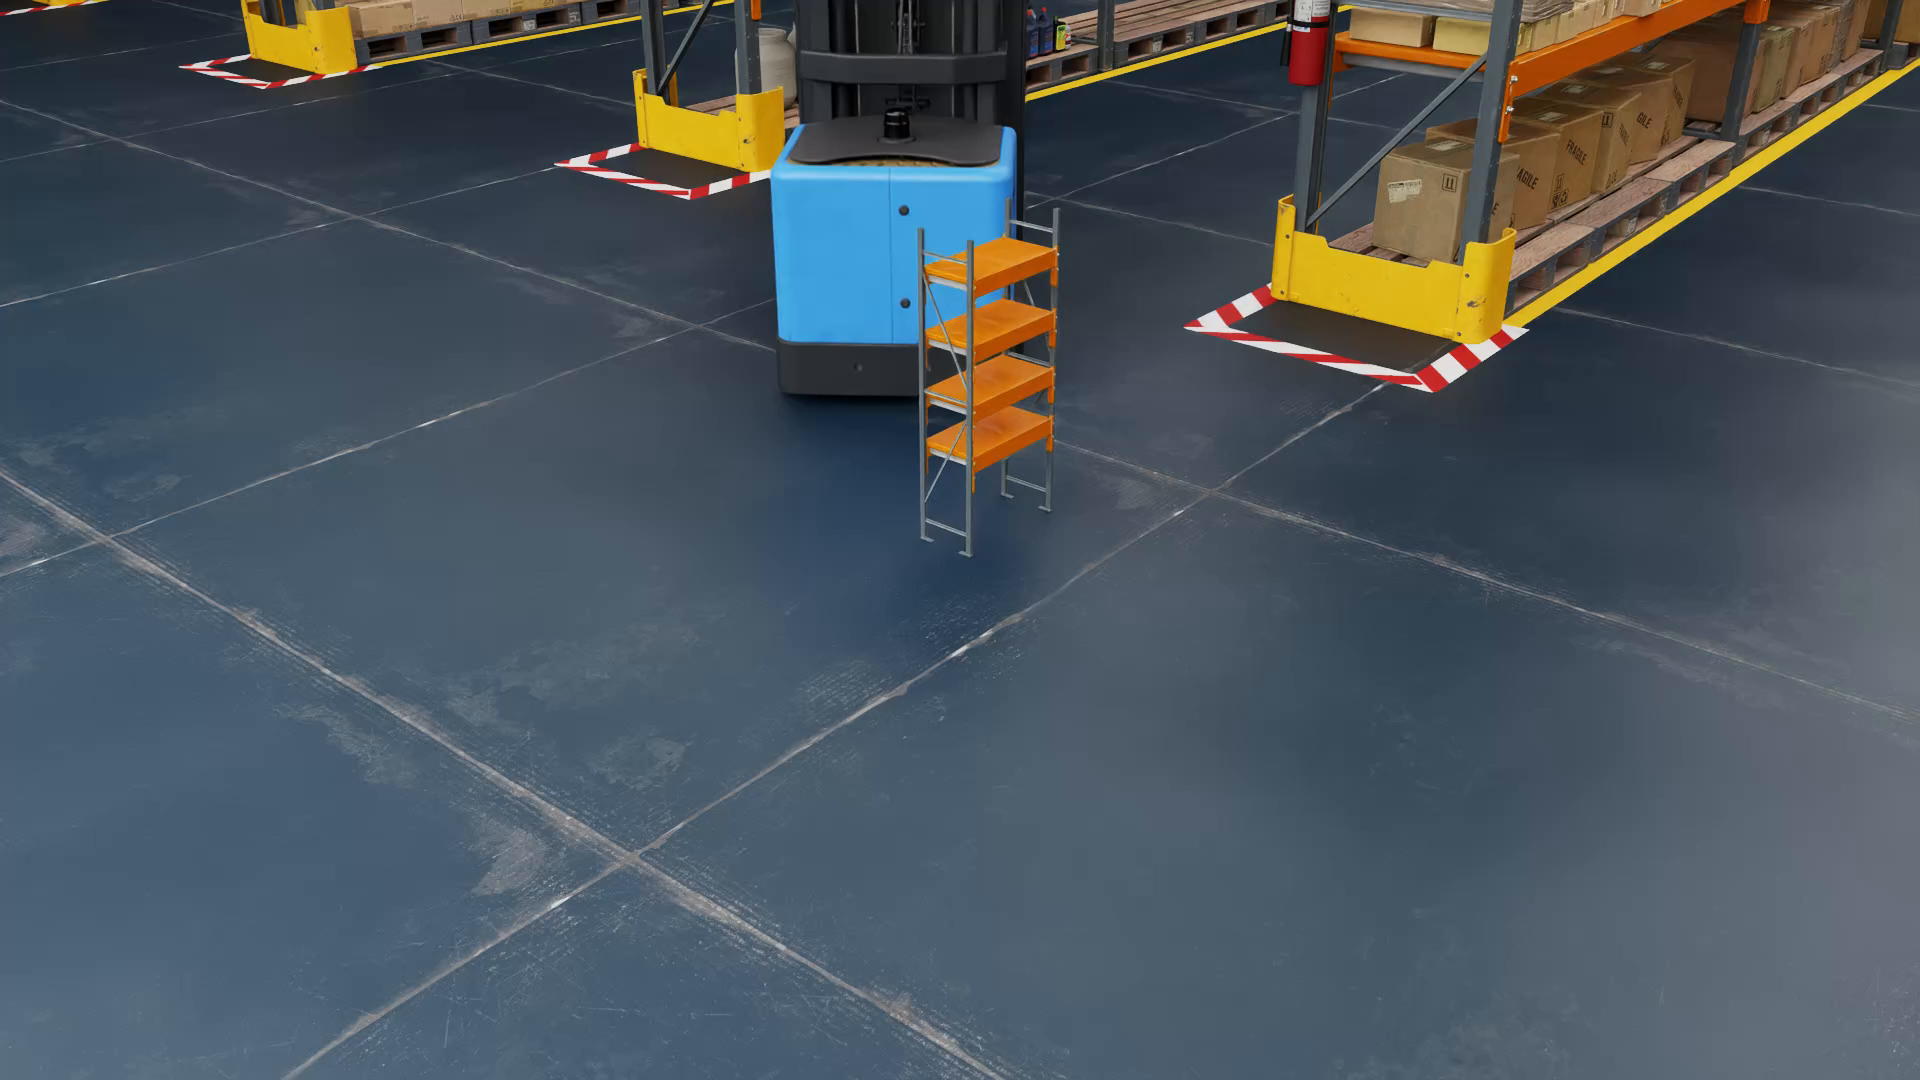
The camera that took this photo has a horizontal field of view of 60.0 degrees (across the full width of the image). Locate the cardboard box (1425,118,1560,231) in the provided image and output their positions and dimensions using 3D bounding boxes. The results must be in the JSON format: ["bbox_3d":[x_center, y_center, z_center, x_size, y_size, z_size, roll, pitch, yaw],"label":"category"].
[{"bbox_3d":[2.880,-1.991,9.098,0.500,0.500,0.500,-18,32,-31],"label":"cardboard box"}]

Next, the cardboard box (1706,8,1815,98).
[{"bbox_3d":[5.741,-3.553,12.096,0.700,0.500,0.500,18,32,30],"label":"cardboard box"}]

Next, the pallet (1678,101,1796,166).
[{"bbox_3d":[5.154,-2.932,11.689,1.003,0.211,1.213,21,34,34],"label":"pallet"}]

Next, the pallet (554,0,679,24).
[{"bbox_3d":[-3.520,-5.283,16.232,1.003,0.211,1.213,21,34,34],"label":"pallet"}]

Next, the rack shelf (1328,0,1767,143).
[{"bbox_3d":[3.388,-2.866,9.308,1.077,0.370,4.000,21,34,34],"label":"rack shelf"}]

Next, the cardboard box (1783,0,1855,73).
[{"bbox_3d":[6.451,-3.954,12.871,0.700,0.500,0.500,18,32,30],"label":"cardboard box"}]

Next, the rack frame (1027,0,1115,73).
[{"bbox_3d":[0.838,-5.342,13.312,1.000,3.000,0.127,21,34,34],"label":"rack frame"}]

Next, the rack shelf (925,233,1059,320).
[{"bbox_3d":[0.105,-0.941,5.907,0.258,0.148,0.480,21,34,34],"label":"rack shelf"}]

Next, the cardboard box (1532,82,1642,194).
[{"bbox_3d":[3.682,-2.392,9.873,0.500,0.500,0.500,17,32,30],"label":"cardboard box"}]

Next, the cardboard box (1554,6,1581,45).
[{"bbox_3d":[2.825,-2.563,8.214,0.380,0.149,0.250,21,34,34],"label":"cardboard box"}]

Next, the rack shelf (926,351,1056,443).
[{"bbox_3d":[0.105,-0.532,6.119,0.258,0.148,0.480,21,34,34],"label":"rack shelf"}]

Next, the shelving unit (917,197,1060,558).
[{"bbox_3d":[0.105,-0.592,6.088,0.258,1.200,0.503,21,34,34],"label":"shelving unit"}]

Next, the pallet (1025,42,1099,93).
[{"bbox_3d":[0.379,-3.878,13.516,1.003,0.211,1.213,21,34,34],"label":"pallet"}]

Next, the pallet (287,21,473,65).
[{"bbox_3d":[-5.072,-4.418,14.560,1.003,0.211,1.213,21,34,34],"label":"pallet"}]

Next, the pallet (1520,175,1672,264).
[{"bbox_3d":[3.484,-1.973,9.834,1.003,0.211,1.213,21,34,34],"label":"pallet"}]

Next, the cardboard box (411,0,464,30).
[{"bbox_3d":[-4.698,-4.642,14.493,0.500,0.250,0.500,21,34,34],"label":"cardboard box"}]

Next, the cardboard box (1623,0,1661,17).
[{"bbox_3d":[3.510,-2.900,8.864,0.380,0.149,0.250,21,34,34],"label":"cardboard box"}]

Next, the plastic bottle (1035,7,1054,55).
[{"bbox_3d":[0.651,-4.048,13.215,0.144,0.351,0.185,20,33,33],"label":"plastic bottle"}]

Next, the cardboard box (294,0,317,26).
[{"bbox_3d":[-5.413,-4.615,14.441,0.500,0.250,0.500,21,34,34],"label":"cardboard box"}]

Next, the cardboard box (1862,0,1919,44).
[{"bbox_3d":[7.659,-4.794,14.108,1.225,0.875,0.875,19,33,32],"label":"cardboard box"}]

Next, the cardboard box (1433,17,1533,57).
[{"bbox_3d":[2.481,-2.396,7.891,0.380,0.149,0.250,21,34,34],"label":"cardboard box"}]

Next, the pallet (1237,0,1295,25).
[{"bbox_3d":[2.860,-5.258,16.185,1.003,0.211,1.213,21,34,34],"label":"pallet"}]

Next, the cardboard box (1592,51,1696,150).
[{"bbox_3d":[4.375,-2.841,10.740,0.500,0.500,0.500,20,33,33],"label":"cardboard box"}]

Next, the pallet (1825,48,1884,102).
[{"bbox_3d":[6.706,-3.798,13.361,1.003,0.211,1.213,21,34,34],"label":"pallet"}]

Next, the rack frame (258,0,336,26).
[{"bbox_3d":[-5.526,-5.373,13.371,1.000,3.000,0.127,21,34,34],"label":"rack frame"}]

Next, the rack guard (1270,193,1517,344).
[{"bbox_3d":[2.164,-1.393,8.399,1.175,0.500,0.348,21,34,34],"label":"rack guard"}]

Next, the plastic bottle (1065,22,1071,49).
[{"bbox_3d":[0.848,-4.075,13.429,0.097,0.201,0.097,0,27,0],"label":"plastic bottle"}]

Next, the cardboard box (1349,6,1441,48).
[{"bbox_3d":[2.138,-2.526,8.142,0.380,0.149,0.250,21,34,34],"label":"cardboard box"}]

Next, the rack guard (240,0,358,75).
[{"bbox_3d":[-5.541,-4.254,13.929,1.175,0.500,0.348,21,34,34],"label":"rack guard"}]

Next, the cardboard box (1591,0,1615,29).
[{"bbox_3d":[3.133,-2.745,8.564,0.380,0.149,0.250,21,34,34],"label":"cardboard box"}]

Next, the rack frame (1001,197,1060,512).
[{"bbox_3d":[0.260,-0.678,6.255,0.240,1.200,0.015,21,34,34],"label":"rack frame"}]

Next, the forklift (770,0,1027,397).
[{"bbox_3d":[-0.216,-2.565,8.018,1.130,2.935,3.031,1,27,3],"label":"forklift"}]

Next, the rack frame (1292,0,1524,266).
[{"bbox_3d":[2.116,-2.476,7.772,1.000,3.000,0.127,21,34,34],"label":"rack frame"}]

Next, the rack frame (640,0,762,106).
[{"bbox_3d":[-1.706,-3.924,10.570,1.000,3.000,0.127,21,34,34],"label":"rack frame"}]

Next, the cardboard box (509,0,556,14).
[{"bbox_3d":[-4.058,-4.995,15.176,0.500,0.250,0.500,21,34,34],"label":"cardboard box"}]

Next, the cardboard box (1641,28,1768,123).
[{"bbox_3d":[5.067,-3.191,11.396,0.700,0.500,0.500,18,32,31],"label":"cardboard box"}]

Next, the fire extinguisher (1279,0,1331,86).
[{"bbox_3d":[1.687,-2.536,7.972,0.296,0.674,0.183,21,34,34],"label":"fire extinguisher"}]

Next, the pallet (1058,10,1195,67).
[{"bbox_3d":[1.308,-4.393,14.513,1.003,0.211,1.213,21,34,34],"label":"pallet"}]

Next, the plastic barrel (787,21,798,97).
[{"bbox_3d":[-1.028,-3.439,11.883,0.421,0.512,0.421,0,27,0],"label":"plastic barrel"}]
